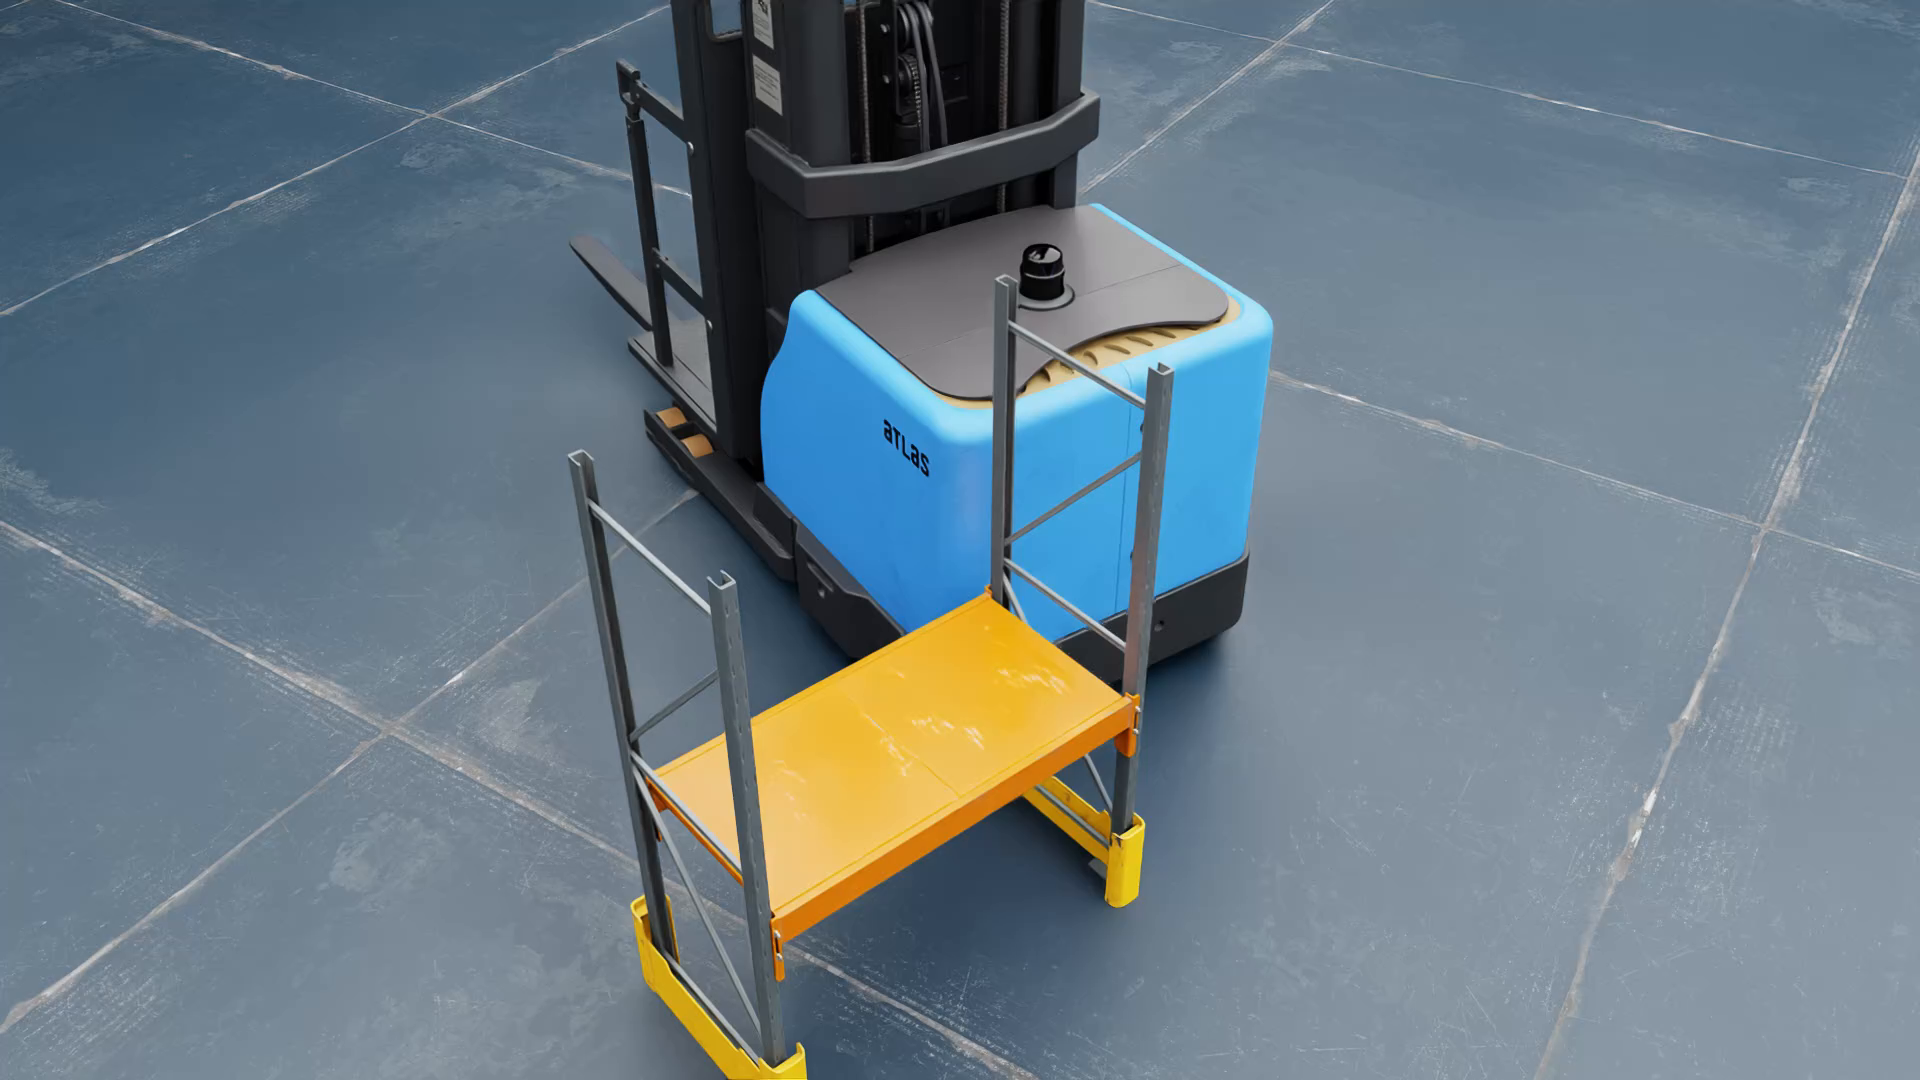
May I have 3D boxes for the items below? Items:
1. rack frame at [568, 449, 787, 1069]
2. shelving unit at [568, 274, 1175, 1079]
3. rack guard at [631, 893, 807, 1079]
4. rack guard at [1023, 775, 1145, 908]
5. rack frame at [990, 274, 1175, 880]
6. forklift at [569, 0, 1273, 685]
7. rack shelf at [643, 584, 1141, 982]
[{"bbox_3d":[-0.535,0.552,3.306,0.032,1.500,0.500,-27,45,-31],"label":"rack frame"},{"bbox_3d":[-0.152,0.356,3.560,1.083,1.500,0.587,-27,45,-31],"label":"shelving unit"},{"bbox_3d":[-0.534,1.046,3.688,0.087,0.250,0.587,-27,45,-31],"label":"rack guard"},{"bbox_3d":[0.230,0.656,4.194,0.087,0.250,0.587,-27,45,-31],"label":"rack guard"},{"bbox_3d":[0.244,0.153,3.823,0.032,1.500,0.500,-27,45,-31],"label":"rack frame"},{"bbox_3d":[-0.400,-1.483,4.774,1.130,2.935,3.031,-22,43,-26],"label":"forklift"},{"bbox_3d":[-0.145,0.495,3.674,1.000,0.185,0.538,-27,45,-31],"label":"rack shelf"}]
